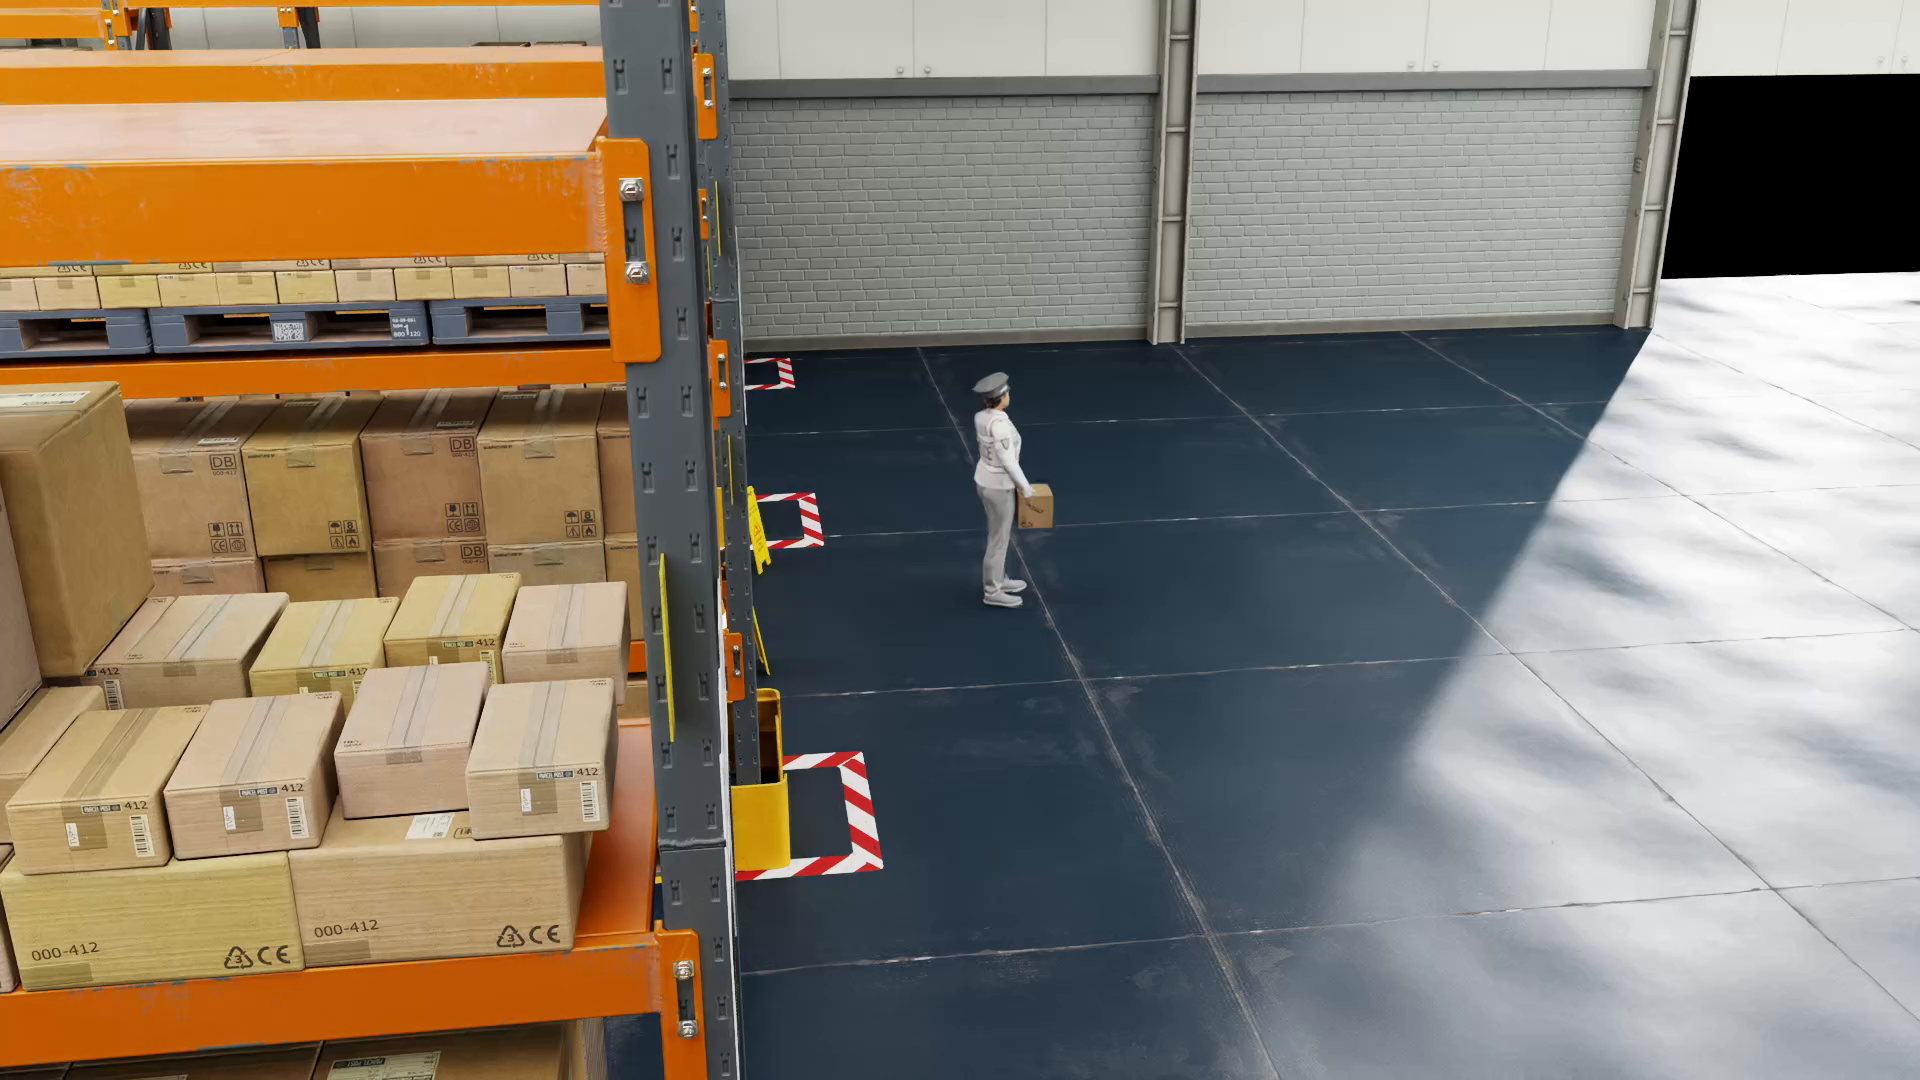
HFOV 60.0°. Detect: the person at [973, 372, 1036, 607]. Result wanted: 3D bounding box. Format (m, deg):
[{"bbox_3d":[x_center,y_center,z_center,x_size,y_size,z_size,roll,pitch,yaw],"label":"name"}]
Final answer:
[{"bbox_3d":[0.315,-0.383,12.068,0.440,1.689,0.504,-7,21,-18],"label":"person"}]
